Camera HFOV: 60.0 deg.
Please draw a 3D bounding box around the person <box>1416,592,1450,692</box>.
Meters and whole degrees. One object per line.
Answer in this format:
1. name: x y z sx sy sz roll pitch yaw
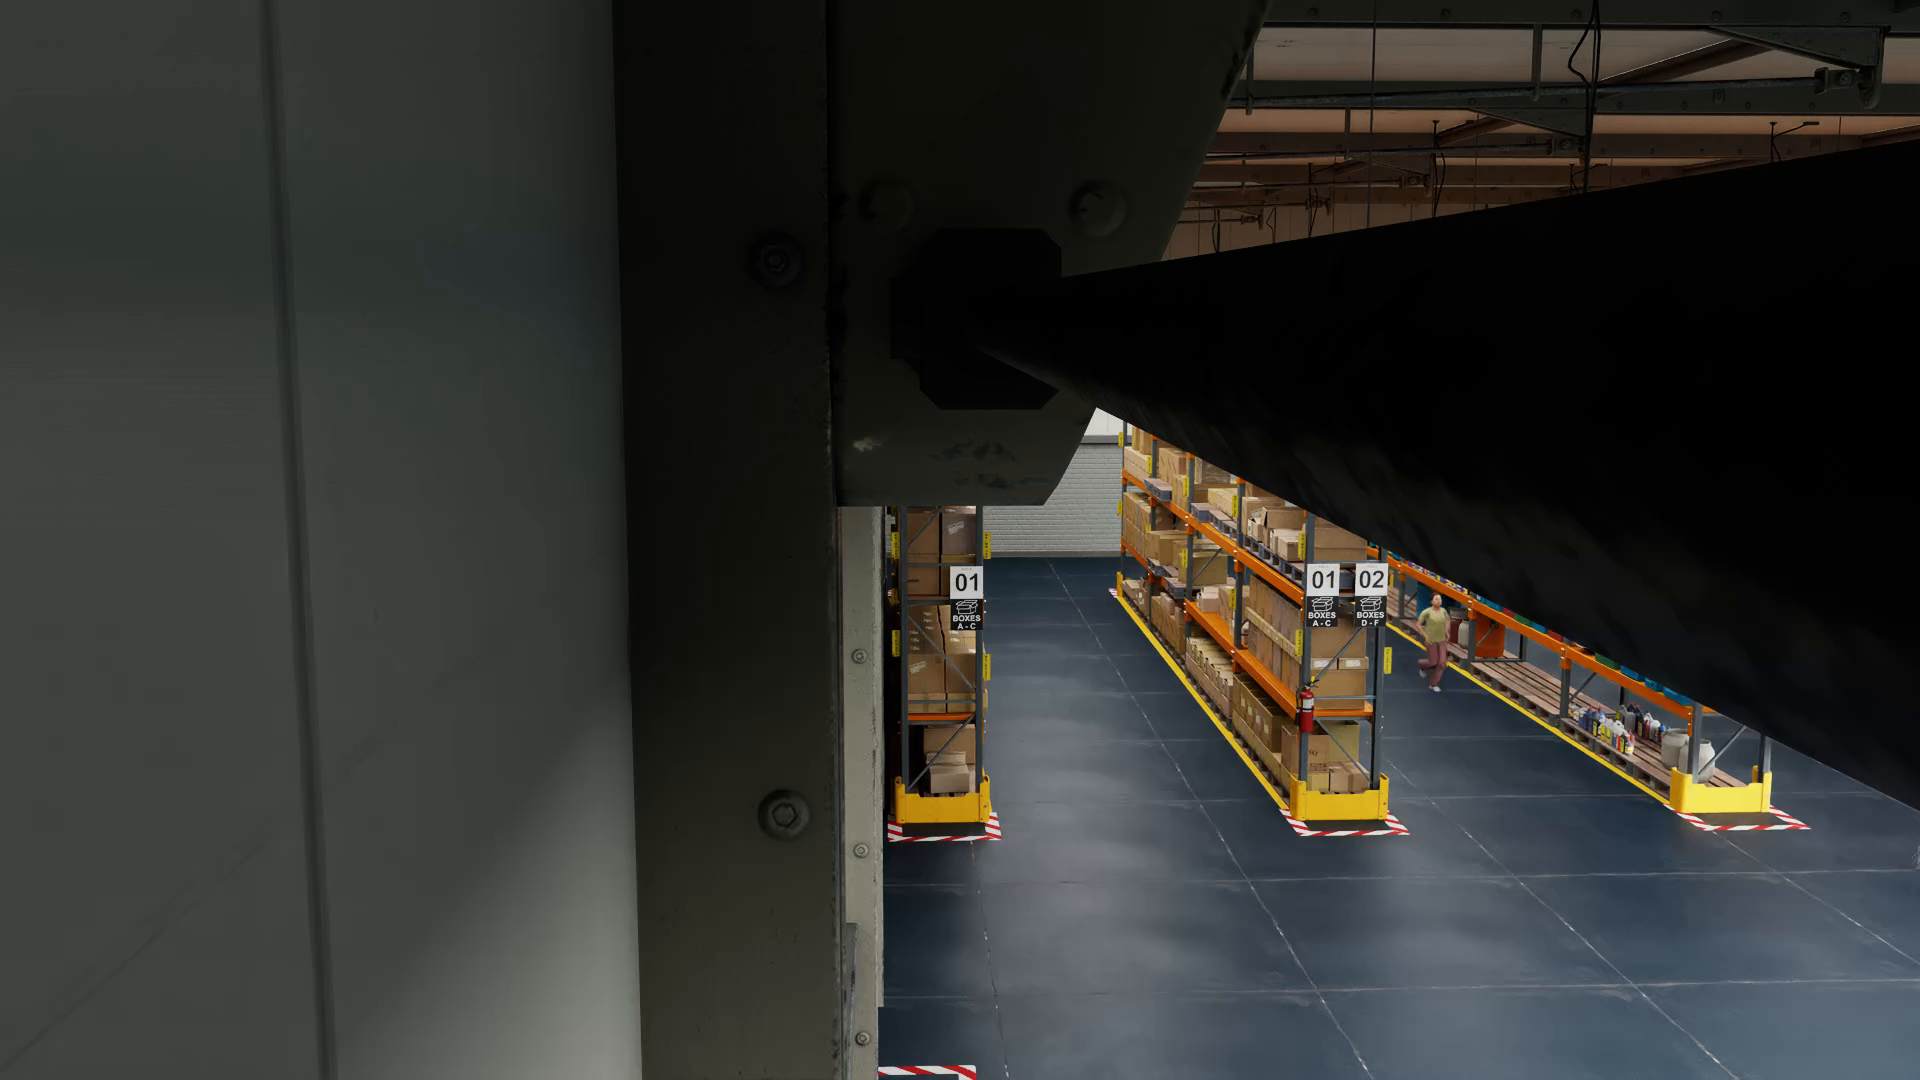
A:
1. person: 7.856 1.668 27.567 0.581 1.629 0.633 -2 8 -11
